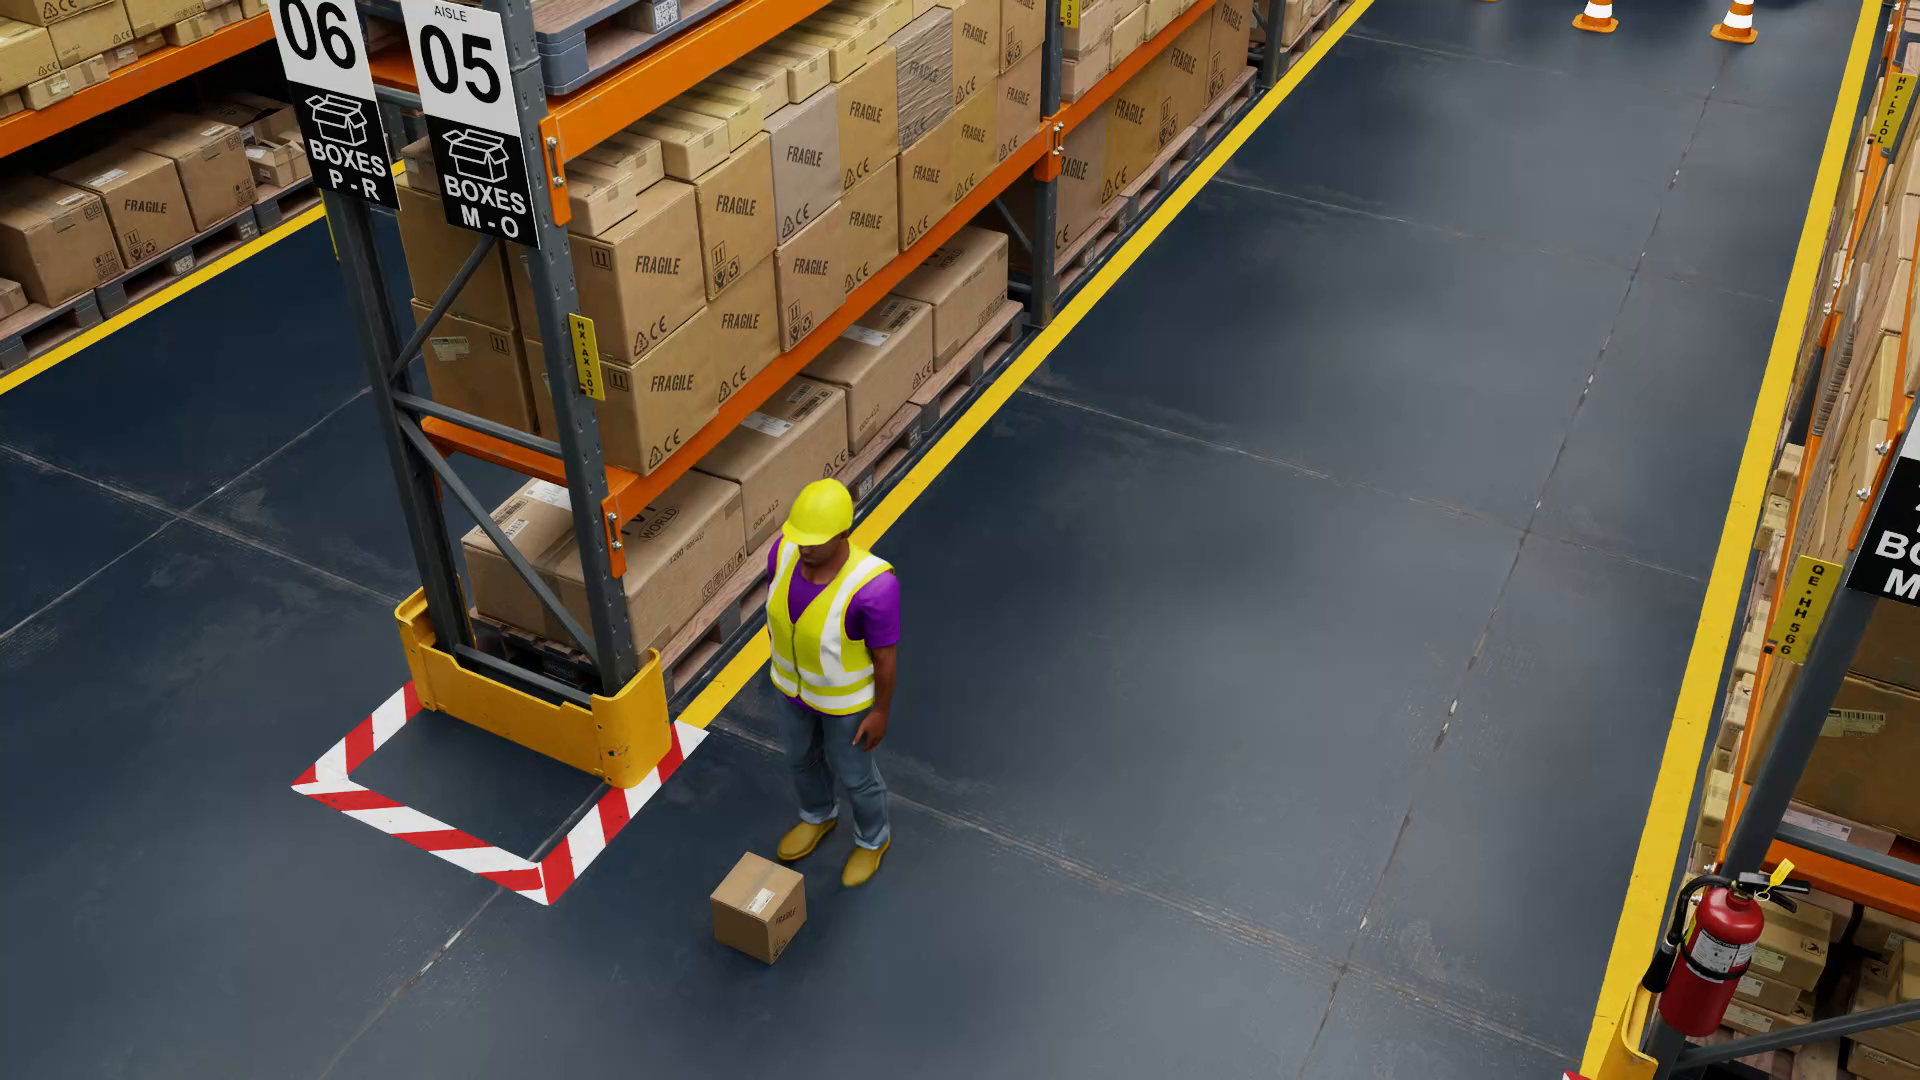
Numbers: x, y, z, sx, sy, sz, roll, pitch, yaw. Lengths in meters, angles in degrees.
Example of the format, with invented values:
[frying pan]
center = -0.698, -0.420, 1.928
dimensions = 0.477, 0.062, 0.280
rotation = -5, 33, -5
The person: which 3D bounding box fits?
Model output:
[person]
center = -0.478, 0.540, 6.053
dimensions = 0.564, 1.785, 0.368
rotation = 23, 43, 27
